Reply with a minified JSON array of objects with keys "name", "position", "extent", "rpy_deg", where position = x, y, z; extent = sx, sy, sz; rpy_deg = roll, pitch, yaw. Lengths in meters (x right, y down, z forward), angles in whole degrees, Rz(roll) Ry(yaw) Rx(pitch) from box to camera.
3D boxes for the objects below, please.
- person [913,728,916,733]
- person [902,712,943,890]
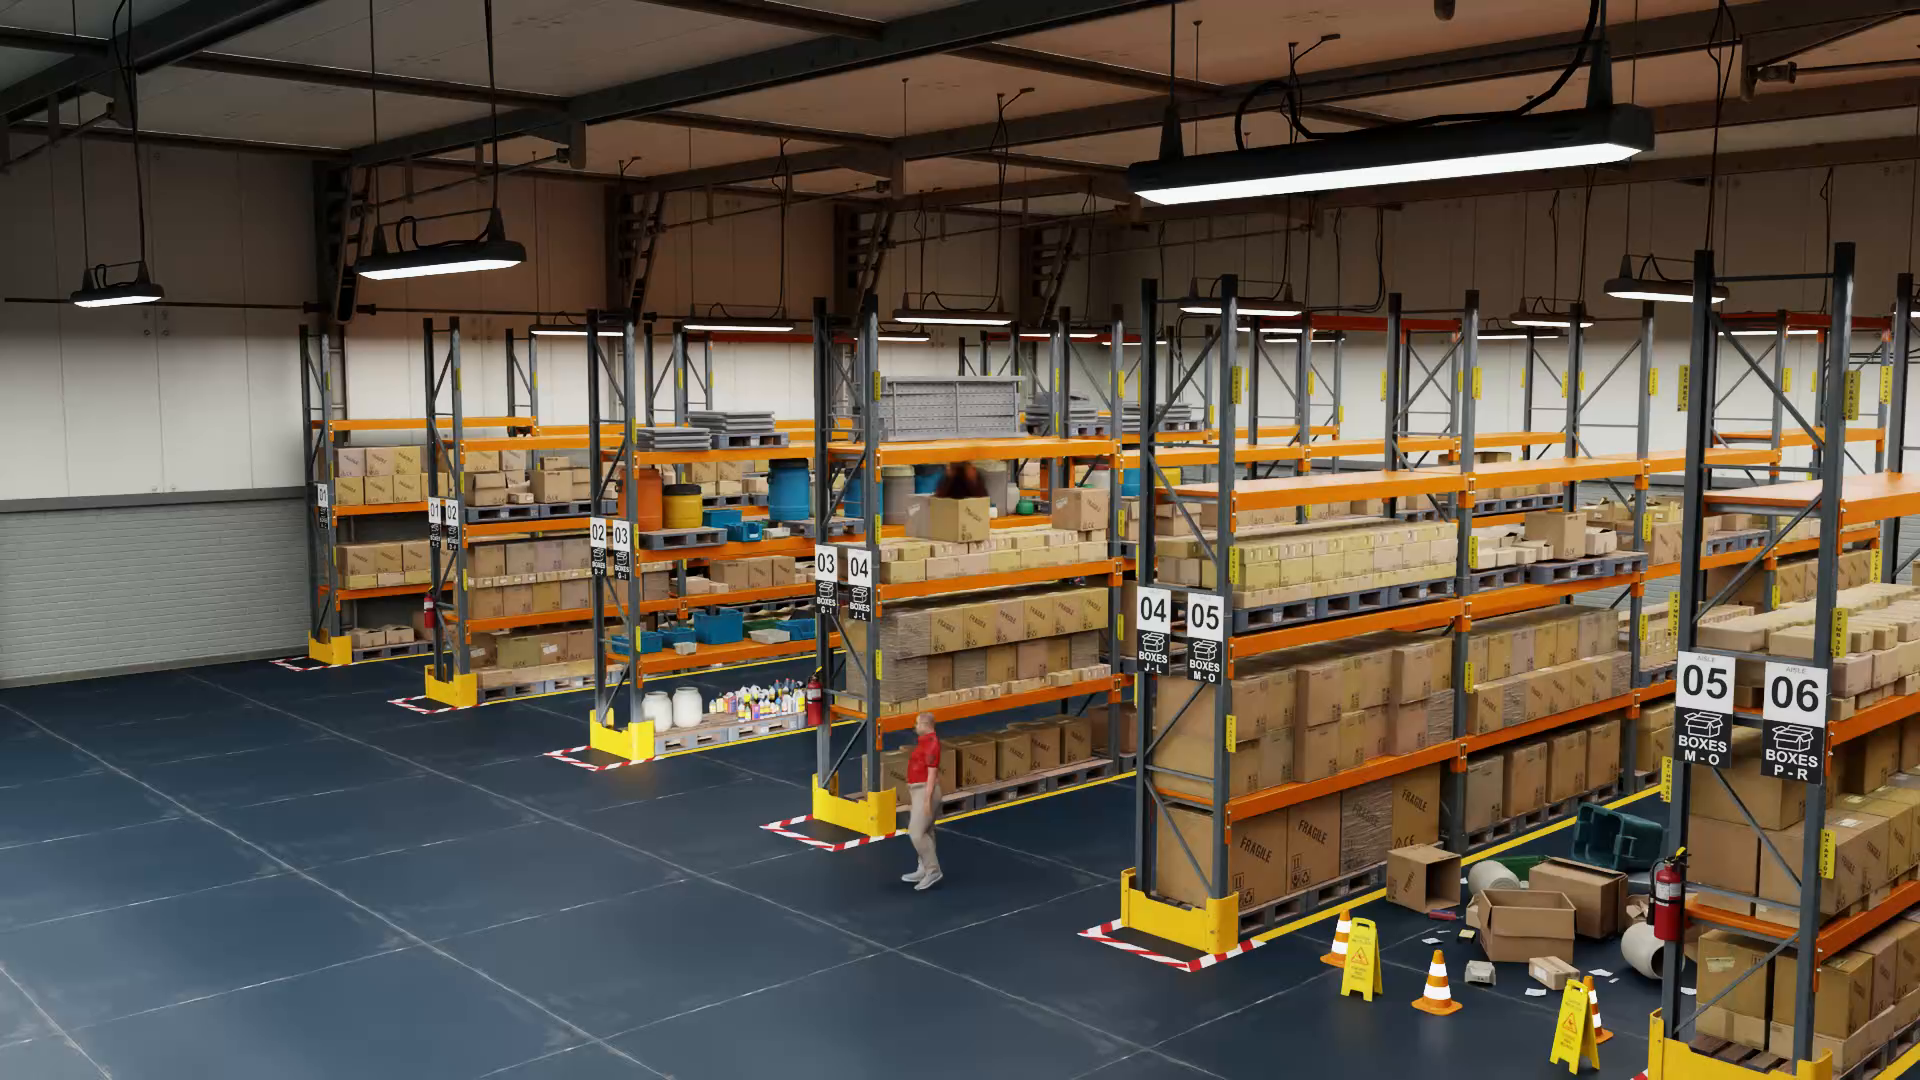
[{"name":"person","position":[-0.550,1.892,24.036],"extent":[0.590,1.730,0.975],"rpy_deg":[3,6,25]},{"name":"person","position":[-0.383,2.623,16.825],"extent":[0.414,1.772,0.595],"rpy_deg":[0,6,-3]}]
